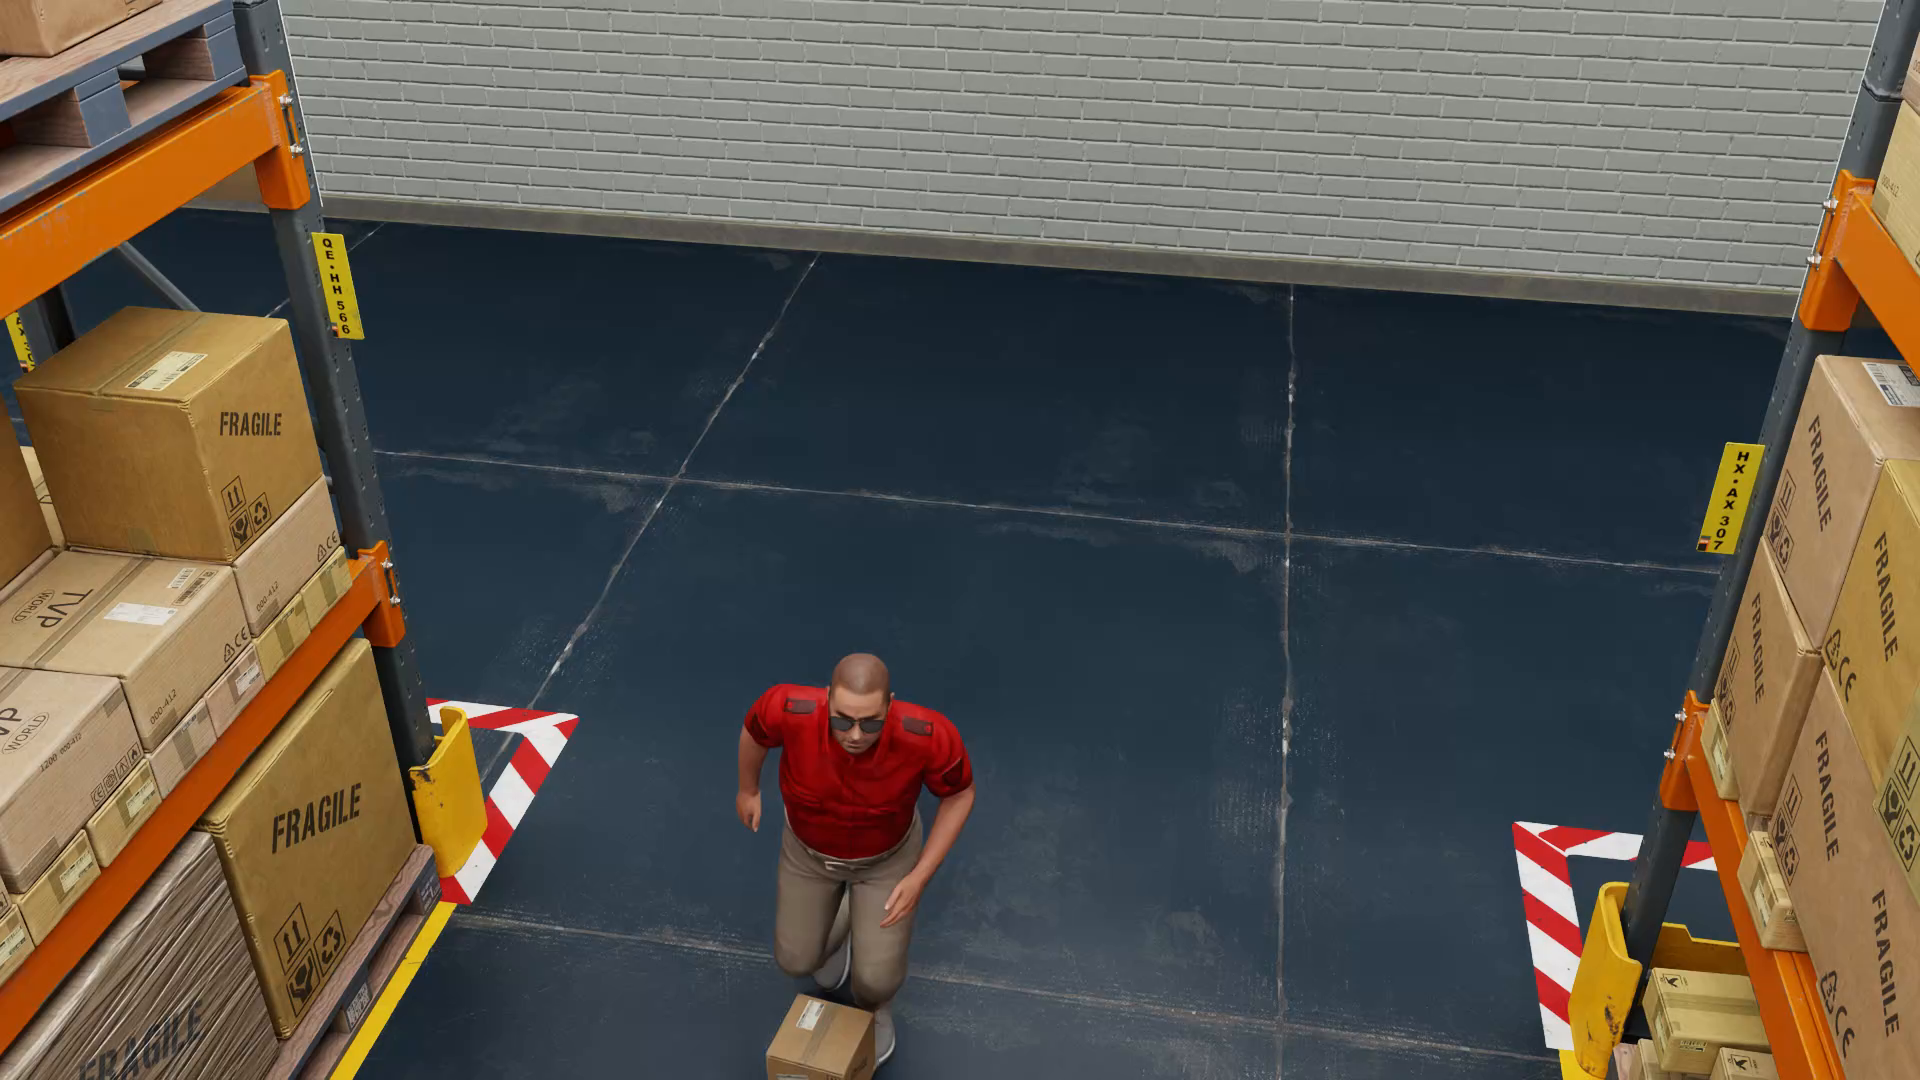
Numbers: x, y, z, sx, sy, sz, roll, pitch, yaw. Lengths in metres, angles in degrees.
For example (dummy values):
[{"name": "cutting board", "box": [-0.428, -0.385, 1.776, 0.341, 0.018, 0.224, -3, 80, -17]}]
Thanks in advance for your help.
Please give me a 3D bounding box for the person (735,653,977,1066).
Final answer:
[{"name": "person", "box": [-0.313, 0.867, 4.879, 0.734, 1.619, 0.711, 3, 32, 4]}]
